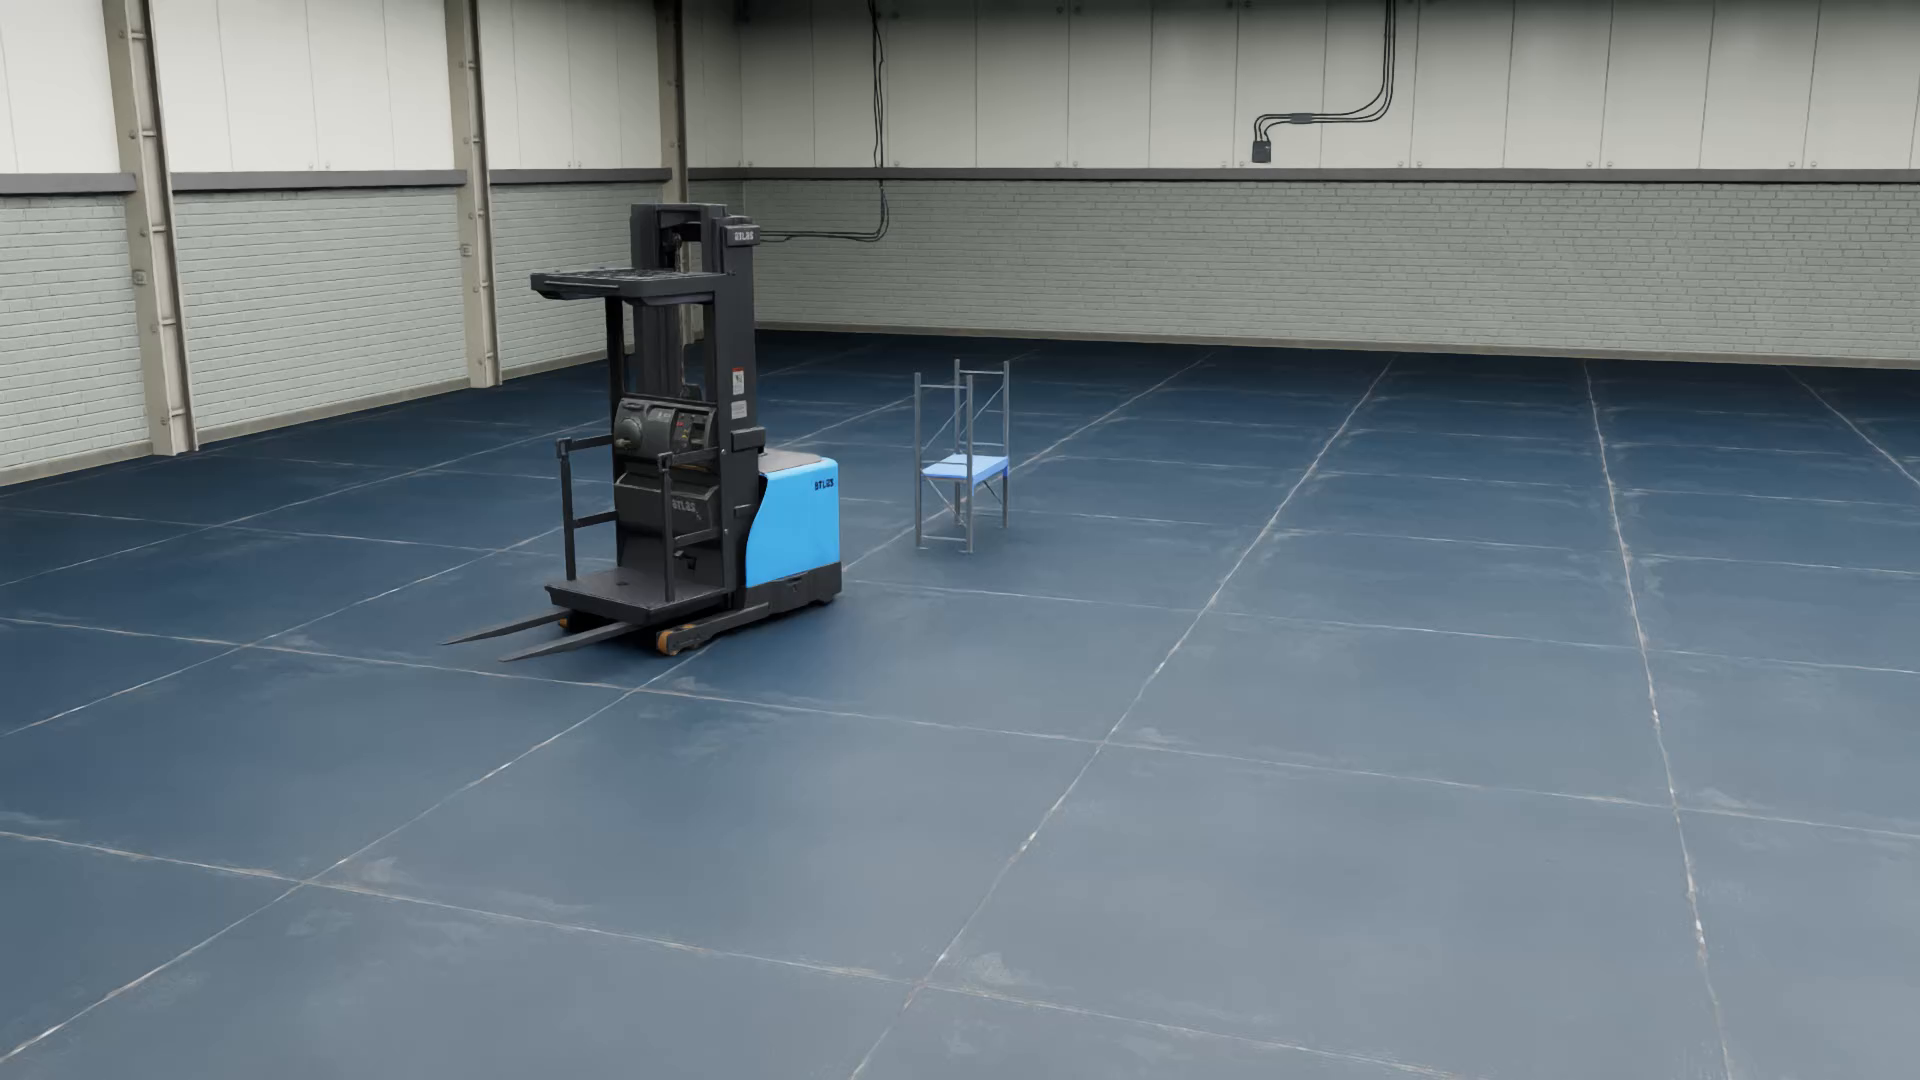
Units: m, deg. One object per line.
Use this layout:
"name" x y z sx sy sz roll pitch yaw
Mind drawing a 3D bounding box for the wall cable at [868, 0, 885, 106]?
"wall cable" -0.251 -9.189 30.154 3.097 2.526 0.112 4 14 18

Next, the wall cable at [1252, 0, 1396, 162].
"wall cable" 6.167 -9.407 27.836 2.305 6.003 0.169 4 14 18

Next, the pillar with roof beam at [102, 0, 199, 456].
"pillar with roof beam" -4.825 -5.074 16.496 9.100 9.000 0.400 4 14 18

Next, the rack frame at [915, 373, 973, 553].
"rack frame" -0.137 -0.642 13.931 0.500 1.500 0.032 4 14 18

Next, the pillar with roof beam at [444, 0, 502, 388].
"pillar with roof beam" -2.883 -6.337 22.031 9.100 9.000 0.400 4 14 18

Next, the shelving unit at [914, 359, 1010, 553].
"shelving unit" 0.028 -0.749 14.400 0.538 1.500 1.048 4 14 18

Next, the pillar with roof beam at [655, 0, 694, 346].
"pillar with roof beam" -0.942 -7.601 27.565 9.100 9.000 0.400 4 14 18

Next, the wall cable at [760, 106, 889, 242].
"wall cable" -2.811 -6.922 31.570 3.097 2.526 0.112 4 14 18

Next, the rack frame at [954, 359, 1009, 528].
"rack frame" 0.192 -0.856 14.869 0.500 1.500 0.032 4 14 18

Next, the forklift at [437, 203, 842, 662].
"forklift" -2.168 -0.781 11.323 1.130 2.935 3.031 9 16 36

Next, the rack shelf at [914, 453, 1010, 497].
"rack shelf" 0.028 -0.574 14.440 0.538 0.185 1.000 4 14 18
